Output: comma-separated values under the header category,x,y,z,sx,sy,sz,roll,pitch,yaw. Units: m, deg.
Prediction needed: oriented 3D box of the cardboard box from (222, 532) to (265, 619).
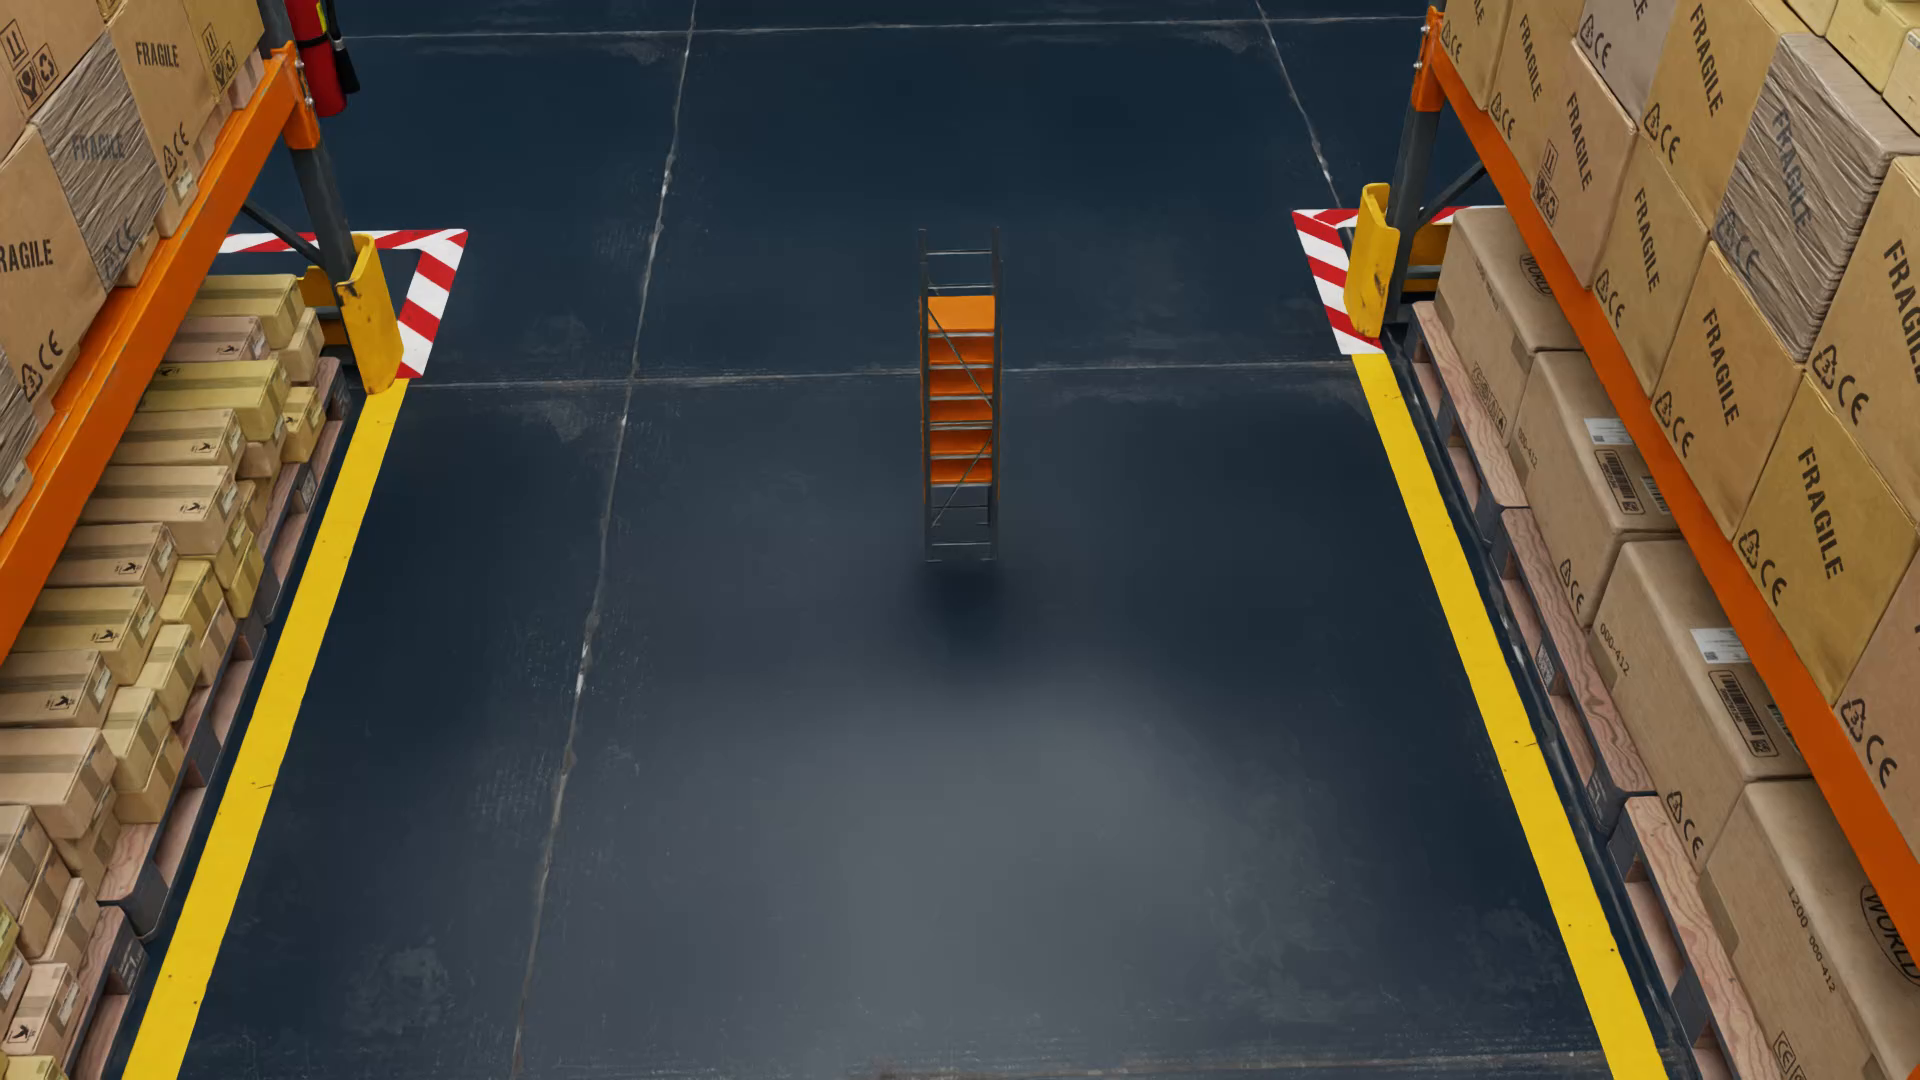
category,x,y,z,sx,sy,sz,roll,pitch,yaw
cardboard box,-2.413,0.119,5.200,0.380,0.149,0.250,-3,43,-4

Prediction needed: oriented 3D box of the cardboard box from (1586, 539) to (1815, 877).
category,x,y,z,sx,sy,sz,roll,pitch,yaw
cardboard box,2.375,0.434,4.643,0.875,0.438,0.875,-3,43,-3

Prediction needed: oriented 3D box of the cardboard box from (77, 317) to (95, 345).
category,x,y,z,sx,sy,sz,roll,pitch,yaw
cardboard box,-2.515,-0.638,4.412,0.380,0.149,0.250,-3,43,-4

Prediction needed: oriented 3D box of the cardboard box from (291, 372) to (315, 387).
category,x,y,z,sx,sy,sz,roll,pitch,yaw
cardboard box,-2.547,-0.569,5.950,0.380,0.149,0.250,-1,43,-1

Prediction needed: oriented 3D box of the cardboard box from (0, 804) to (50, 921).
category,x,y,z,sx,sy,sz,roll,pitch,yaw
cardboard box,-2.462,0.791,4.026,0.380,0.149,0.250,-3,43,-3

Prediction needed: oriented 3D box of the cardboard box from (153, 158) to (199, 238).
category,x,y,z,sx,sy,sz,roll,pitch,yaw
cardboard box,-2.449,-1.001,4.808,0.380,0.149,0.250,-1,43,-1

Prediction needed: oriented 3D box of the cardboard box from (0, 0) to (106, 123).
category,x,y,z,sx,sy,sz,roll,pitch,yaw
cardboard box,-2.457,-1.335,3.953,0.500,0.500,0.500,0,43,0

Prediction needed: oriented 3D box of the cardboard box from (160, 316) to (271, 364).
category,x,y,z,sx,sy,sz,roll,pitch,yaw
cardboard box,-2.549,-0.617,5.562,0.380,0.149,0.250,-1,43,-1

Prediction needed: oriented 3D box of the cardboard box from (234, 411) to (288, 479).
category,x,y,z,sx,sy,sz,roll,pitch,yaw
cardboard box,-2.447,-0.330,5.469,0.380,0.149,0.250,-3,43,-4

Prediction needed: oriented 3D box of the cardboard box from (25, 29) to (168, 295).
category,x,y,z,sx,sy,sz,roll,pitch,yaw
cardboard box,-2.454,-0.976,4.300,0.500,0.500,0.500,-2,43,-2

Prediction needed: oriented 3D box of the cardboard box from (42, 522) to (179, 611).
category,x,y,z,sx,sy,sz,roll,pitch,yaw
cardboard box,-2.496,0.092,4.789,0.380,0.149,0.250,-3,43,-3

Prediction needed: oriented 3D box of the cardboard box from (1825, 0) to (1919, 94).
category,x,y,z,sx,sy,sz,roll,pitch,yaw
cardboard box,2.011,-1.033,3.363,0.380,0.149,0.250,-2,43,-3

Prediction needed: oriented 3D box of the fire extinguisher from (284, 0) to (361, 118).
category,x,y,z,sx,sy,sz,roll,pitch,yaw
fire extinguisher,-2.328,-1.832,5.862,0.296,0.674,0.183,-2,43,-2

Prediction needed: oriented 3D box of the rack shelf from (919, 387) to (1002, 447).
category,x,y,z,sx,sy,sz,roll,pitch,yaw
rack shelf,0.001,-0.400,5.364,0.258,0.103,0.180,-2,43,-2

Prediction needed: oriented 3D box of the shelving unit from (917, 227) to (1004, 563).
category,x,y,z,sx,sy,sz,roll,pitch,yaw
shelving unit,0.001,-0.433,5.334,0.258,1.200,0.189,-2,43,-2

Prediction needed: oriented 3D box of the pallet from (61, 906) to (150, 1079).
category,x,y,z,sx,sy,sz,roll,pitch,yaw
pallet,-2.672,1.461,4.000,1.003,0.211,1.213,-2,43,-2

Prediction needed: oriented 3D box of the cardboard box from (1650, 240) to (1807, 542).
category,x,y,z,sx,sy,sz,roll,pitch,yaw
cardboard box,1.995,-0.354,3.842,0.500,0.500,0.500,-2,43,-2

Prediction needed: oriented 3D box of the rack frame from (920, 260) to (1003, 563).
category,x,y,z,sx,sy,sz,roll,pitch,yaw
rack frame,0.005,-0.371,5.267,0.240,1.200,0.006,-2,43,-2

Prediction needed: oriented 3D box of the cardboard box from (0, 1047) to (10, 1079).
category,x,y,z,sx,sy,sz,roll,pitch,yaw
cardboard box,-2.404,1.250,3.746,0.380,0.149,0.250,-1,43,-1

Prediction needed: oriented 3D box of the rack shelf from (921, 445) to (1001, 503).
category,x,y,z,sx,sy,sz,roll,pitch,yaw
rack shelf,0.001,-0.223,5.526,0.258,0.103,0.180,-2,43,-2

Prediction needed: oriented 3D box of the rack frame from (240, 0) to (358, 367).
category,x,y,z,sx,sy,sz,roll,pitch,yaw
rack frame,-2.778,-1.815,5.510,1.000,3.000,0.127,-2,43,-2

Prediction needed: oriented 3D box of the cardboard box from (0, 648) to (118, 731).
category,x,y,z,sx,sy,sz,roll,pitch,yaw
cardboard box,-2.485,0.436,4.414,0.380,0.149,0.250,-3,43,-4

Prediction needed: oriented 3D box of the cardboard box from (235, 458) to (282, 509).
category,x,y,z,sx,sy,sz,roll,pitch,yaw
cardboard box,-2.510,-0.218,5.567,0.380,0.149,0.250,-2,43,-2

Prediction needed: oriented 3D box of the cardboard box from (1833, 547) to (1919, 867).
category,x,y,z,sx,sy,sz,roll,pitch,yaw
cardboard box,2.058,0.332,3.093,0.500,0.500,0.500,-1,43,-1

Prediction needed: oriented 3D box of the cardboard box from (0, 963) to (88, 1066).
category,x,y,z,sx,sy,sz,roll,pitch,yaw
cardboard box,-2.376,1.180,4.041,0.380,0.149,0.250,-2,43,-2

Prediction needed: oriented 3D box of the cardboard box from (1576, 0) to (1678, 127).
category,x,y,z,sx,sy,sz,roll,pitch,yaw
cardboard box,1.958,-1.403,4.246,0.500,0.500,0.500,-2,43,-2

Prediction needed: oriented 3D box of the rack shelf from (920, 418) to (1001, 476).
category,x,y,z,sx,sy,sz,roll,pitch,yaw
rack shelf,0.001,-0.311,5.445,0.258,0.103,0.180,-2,43,-2

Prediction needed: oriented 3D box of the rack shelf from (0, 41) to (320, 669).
category,x,y,z,sx,sy,sz,roll,pitch,yaw
rack shelf,-2.693,-0.200,4.280,1.077,0.370,4.000,-2,43,-2

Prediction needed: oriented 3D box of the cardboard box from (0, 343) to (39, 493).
category,x,y,z,sx,sy,sz,roll,pitch,yaw
cardboard box,-2.391,-0.278,3.539,0.500,0.500,0.500,-2,43,-3

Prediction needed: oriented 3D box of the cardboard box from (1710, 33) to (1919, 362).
category,x,y,z,sx,sy,sz,roll,pitch,yaw
cardboard box,1.993,-0.727,3.509,0.500,0.500,0.500,-1,43,-1

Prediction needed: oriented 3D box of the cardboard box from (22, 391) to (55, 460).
category,x,y,z,sx,sy,sz,roll,pitch,yaw
cardboard box,-2.455,-0.290,4.032,0.380,0.149,0.250,0,43,0

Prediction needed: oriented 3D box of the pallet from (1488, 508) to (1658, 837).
category,x,y,z,sx,sy,sz,roll,pitch,yaw
pallet,2.324,0.362,5.199,1.003,0.211,1.213,-2,43,-2

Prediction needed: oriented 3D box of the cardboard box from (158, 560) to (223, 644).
category,x,y,z,sx,sy,sz,roll,pitch,yaw
cardboard box,-2.419,0.193,4.898,0.380,0.149,0.250,0,43,0

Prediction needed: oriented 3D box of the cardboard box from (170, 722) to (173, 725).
category,x,y,z,sx,sy,sz,roll,pitch,yaw
cardboard box,-2.486,0.477,4.809,0.380,0.149,0.250,-1,43,-1

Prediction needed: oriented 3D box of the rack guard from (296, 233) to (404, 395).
category,x,y,z,sx,sy,sz,roll,pitch,yaw
rack guard,-2.775,-0.842,6.299,1.175,0.500,0.348,-2,43,-2

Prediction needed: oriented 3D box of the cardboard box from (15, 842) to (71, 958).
category,x,y,z,sx,sy,sz,roll,pitch,yaw
cardboard box,-2.459,0.904,4.123,0.380,0.149,0.250,-4,43,-4

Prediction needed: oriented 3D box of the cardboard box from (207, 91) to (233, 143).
category,x,y,z,sx,sy,sz,roll,pitch,yaw
cardboard box,-2.509,-1.341,5.179,0.380,0.149,0.250,-2,43,-2

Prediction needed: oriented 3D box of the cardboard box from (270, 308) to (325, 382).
category,x,y,z,sx,sy,sz,roll,pitch,yaw
cardboard box,-2.470,-0.680,5.851,0.380,0.149,0.250,-3,43,-3

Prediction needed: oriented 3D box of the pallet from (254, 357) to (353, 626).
category,x,y,z,sx,sy,sz,roll,pitch,yaw
pallet,-2.776,-0.186,5.797,1.003,0.211,1.213,-2,43,-2

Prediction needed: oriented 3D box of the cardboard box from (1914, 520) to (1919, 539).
category,x,y,z,sx,sy,sz,roll,pitch,yaw
cardboard box,2.037,-0.041,2.761,0.500,0.500,0.500,-2,43,-2

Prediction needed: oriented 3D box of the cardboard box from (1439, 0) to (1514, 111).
category,x,y,z,sx,sy,sz,roll,pitch,yaw
cardboard box,1.897,-1.730,5.343,0.500,0.500,0.500,-2,43,-2

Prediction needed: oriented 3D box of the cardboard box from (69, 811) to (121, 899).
category,x,y,z,sx,sy,sz,roll,pitch,yaw
cardboard box,-2.483,0.830,4.424,0.380,0.149,0.250,-3,43,-4

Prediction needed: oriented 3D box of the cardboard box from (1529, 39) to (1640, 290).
category,x,y,z,sx,sy,sz,roll,pitch,yaw
cardboard box,1.950,-1.045,4.596,0.500,0.500,0.500,-2,43,-2

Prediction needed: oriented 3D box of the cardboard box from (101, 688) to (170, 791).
category,x,y,z,sx,sy,sz,roll,pitch,yaw
cardboard box,-2.395,0.545,4.514,0.380,0.149,0.250,-2,43,-2

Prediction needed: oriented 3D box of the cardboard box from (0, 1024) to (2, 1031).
category,x,y,z,sx,sy,sz,roll,pitch,yaw
cardboard box,-2.368,1.136,3.649,0.380,0.149,0.250,0,43,0

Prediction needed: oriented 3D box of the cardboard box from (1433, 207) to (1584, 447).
category,x,y,z,sx,sy,sz,roll,pitch,yaw
cardboard box,2.291,-0.793,5.980,0.875,0.438,0.875,-3,43,-3

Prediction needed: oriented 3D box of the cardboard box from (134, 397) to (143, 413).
category,x,y,z,sx,sy,sz,roll,pitch,yaw
cardboard box,-2.983,-0.382,5.745,0.380,0.149,0.250,-2,43,-2

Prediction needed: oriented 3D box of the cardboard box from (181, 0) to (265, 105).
category,x,y,z,sx,sy,sz,roll,pitch,yaw
cardboard box,-2.502,-1.666,5.053,0.500,0.500,0.500,-1,43,-1

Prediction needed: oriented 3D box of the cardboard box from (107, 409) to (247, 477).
category,x,y,z,sx,sy,sz,roll,pitch,yaw
cardboard box,-2.463,-0.269,5.182,0.380,0.149,0.250,-3,43,-4
